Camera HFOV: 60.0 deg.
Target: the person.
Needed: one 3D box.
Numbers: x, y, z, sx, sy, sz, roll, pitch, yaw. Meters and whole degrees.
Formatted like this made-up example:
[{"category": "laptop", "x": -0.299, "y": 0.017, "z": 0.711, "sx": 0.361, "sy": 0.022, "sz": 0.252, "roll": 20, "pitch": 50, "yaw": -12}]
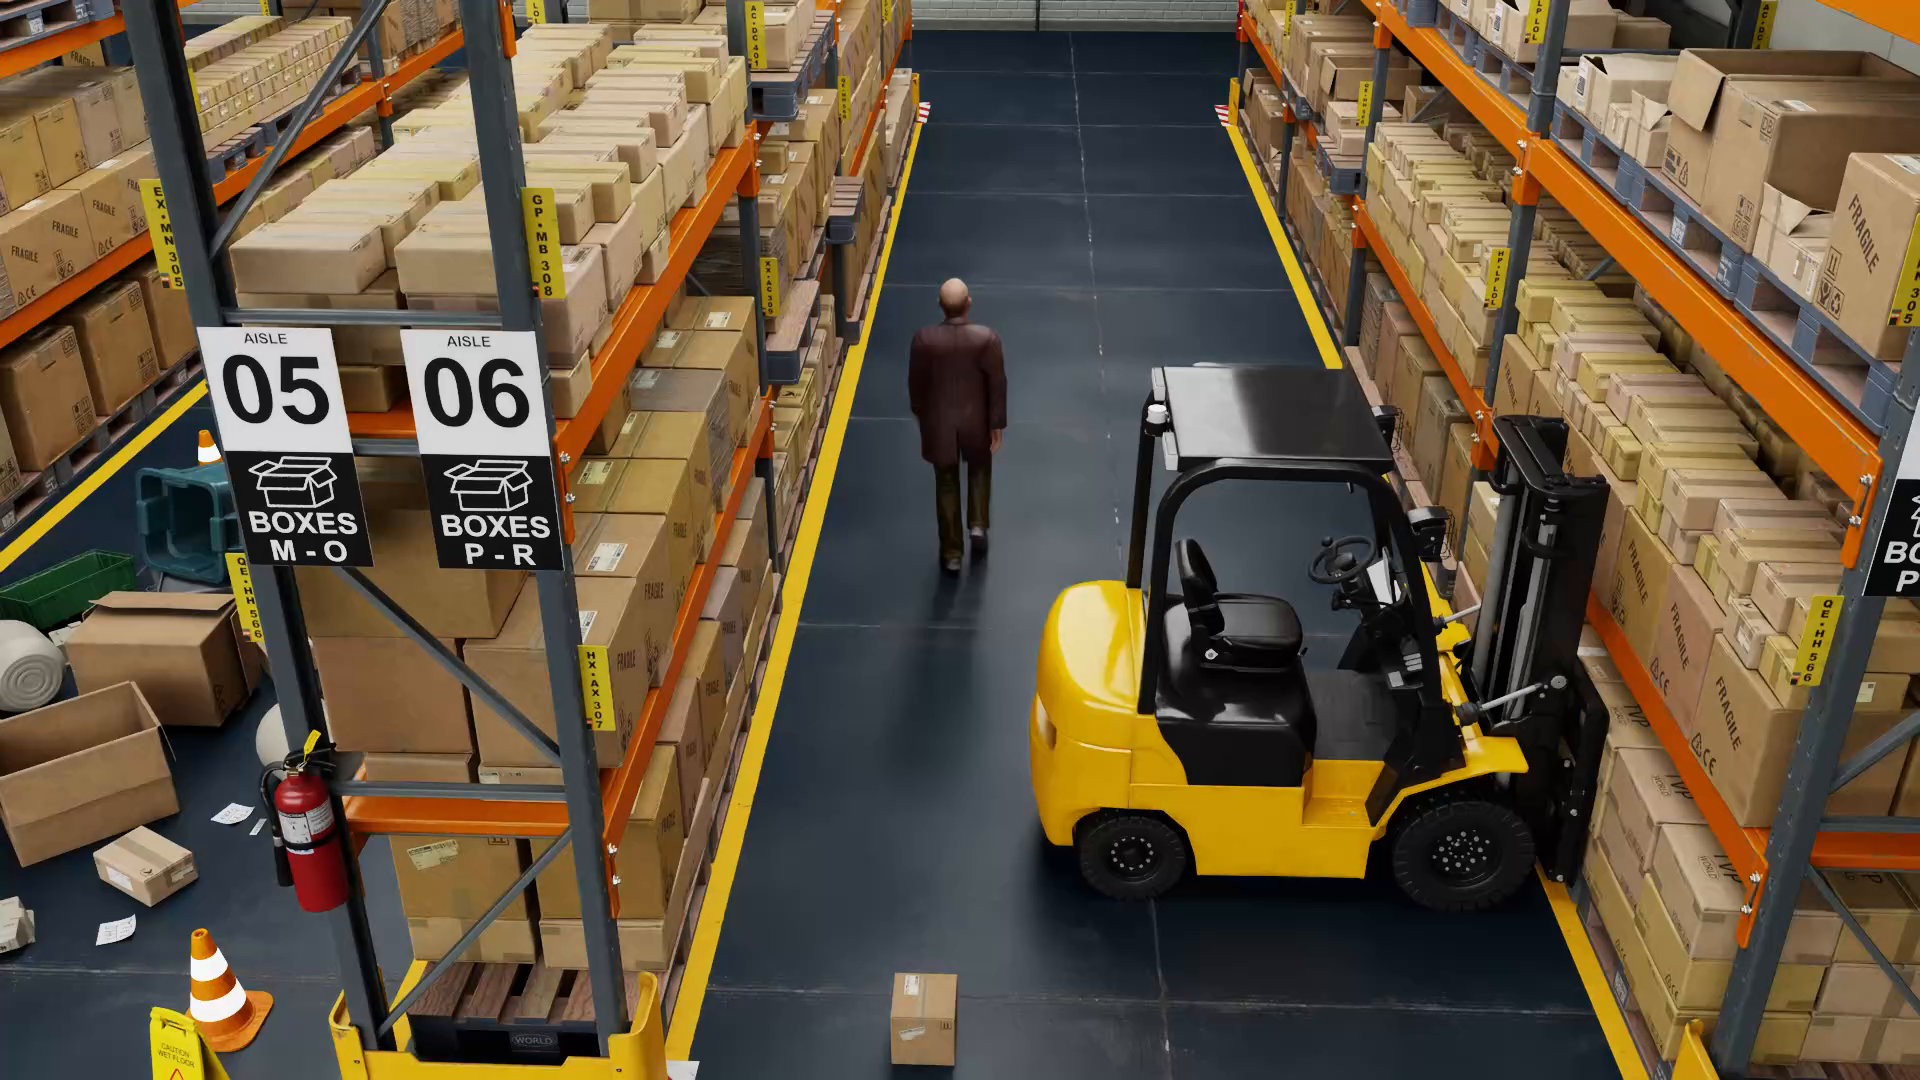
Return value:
[{"category": "person", "x": -0.015, "y": -0.675, "z": 9.948, "sx": 0.583, "sy": 1.843, "sz": 0.566, "roll": -1, "pitch": 28, "yaw": -1}]
